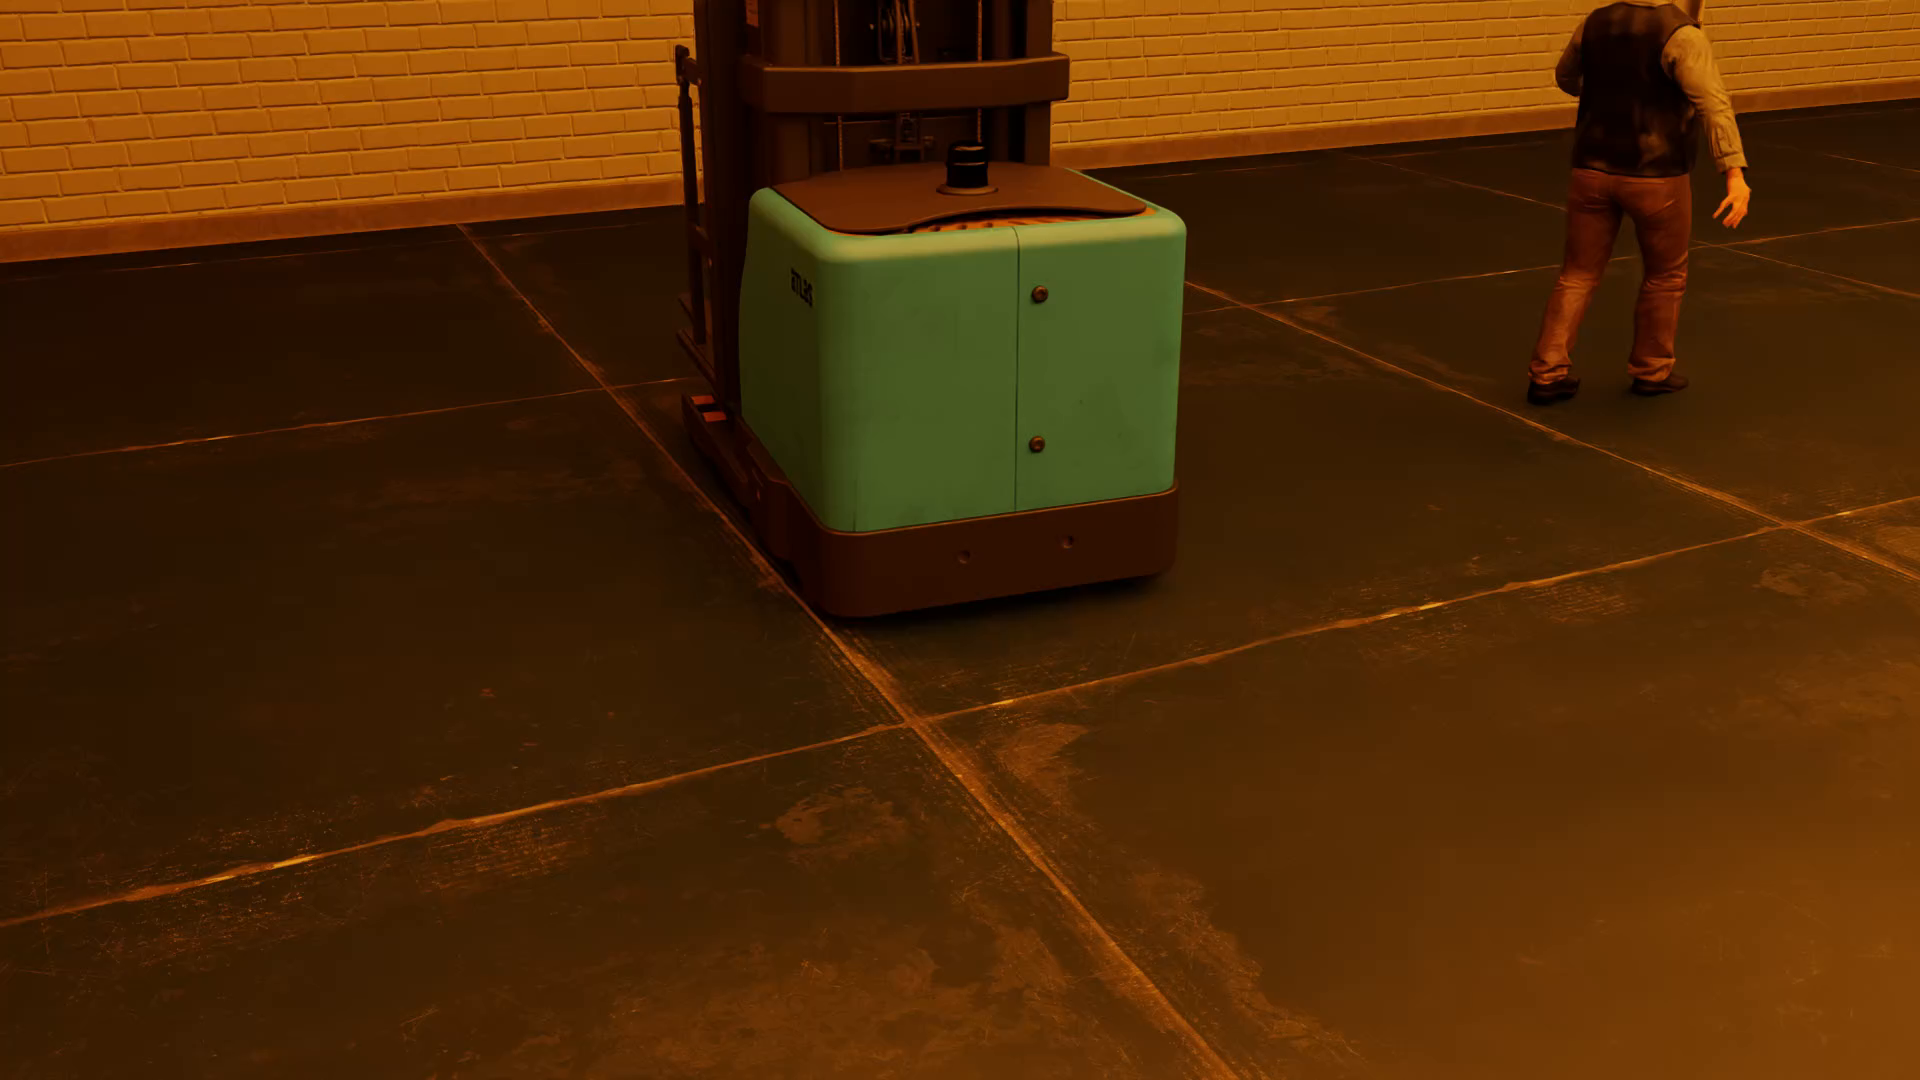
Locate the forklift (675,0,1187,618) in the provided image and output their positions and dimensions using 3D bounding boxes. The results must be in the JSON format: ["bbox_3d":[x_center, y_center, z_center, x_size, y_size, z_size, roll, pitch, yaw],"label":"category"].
[{"bbox_3d":[-0.357,-1.683,5.337,1.130,2.935,3.031,-8,24,-18],"label":"forklift"}]

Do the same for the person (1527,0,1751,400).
[{"bbox_3d":[2.547,-1.340,6.153,0.749,1.701,0.947,-17,28,-36],"label":"person"}]
